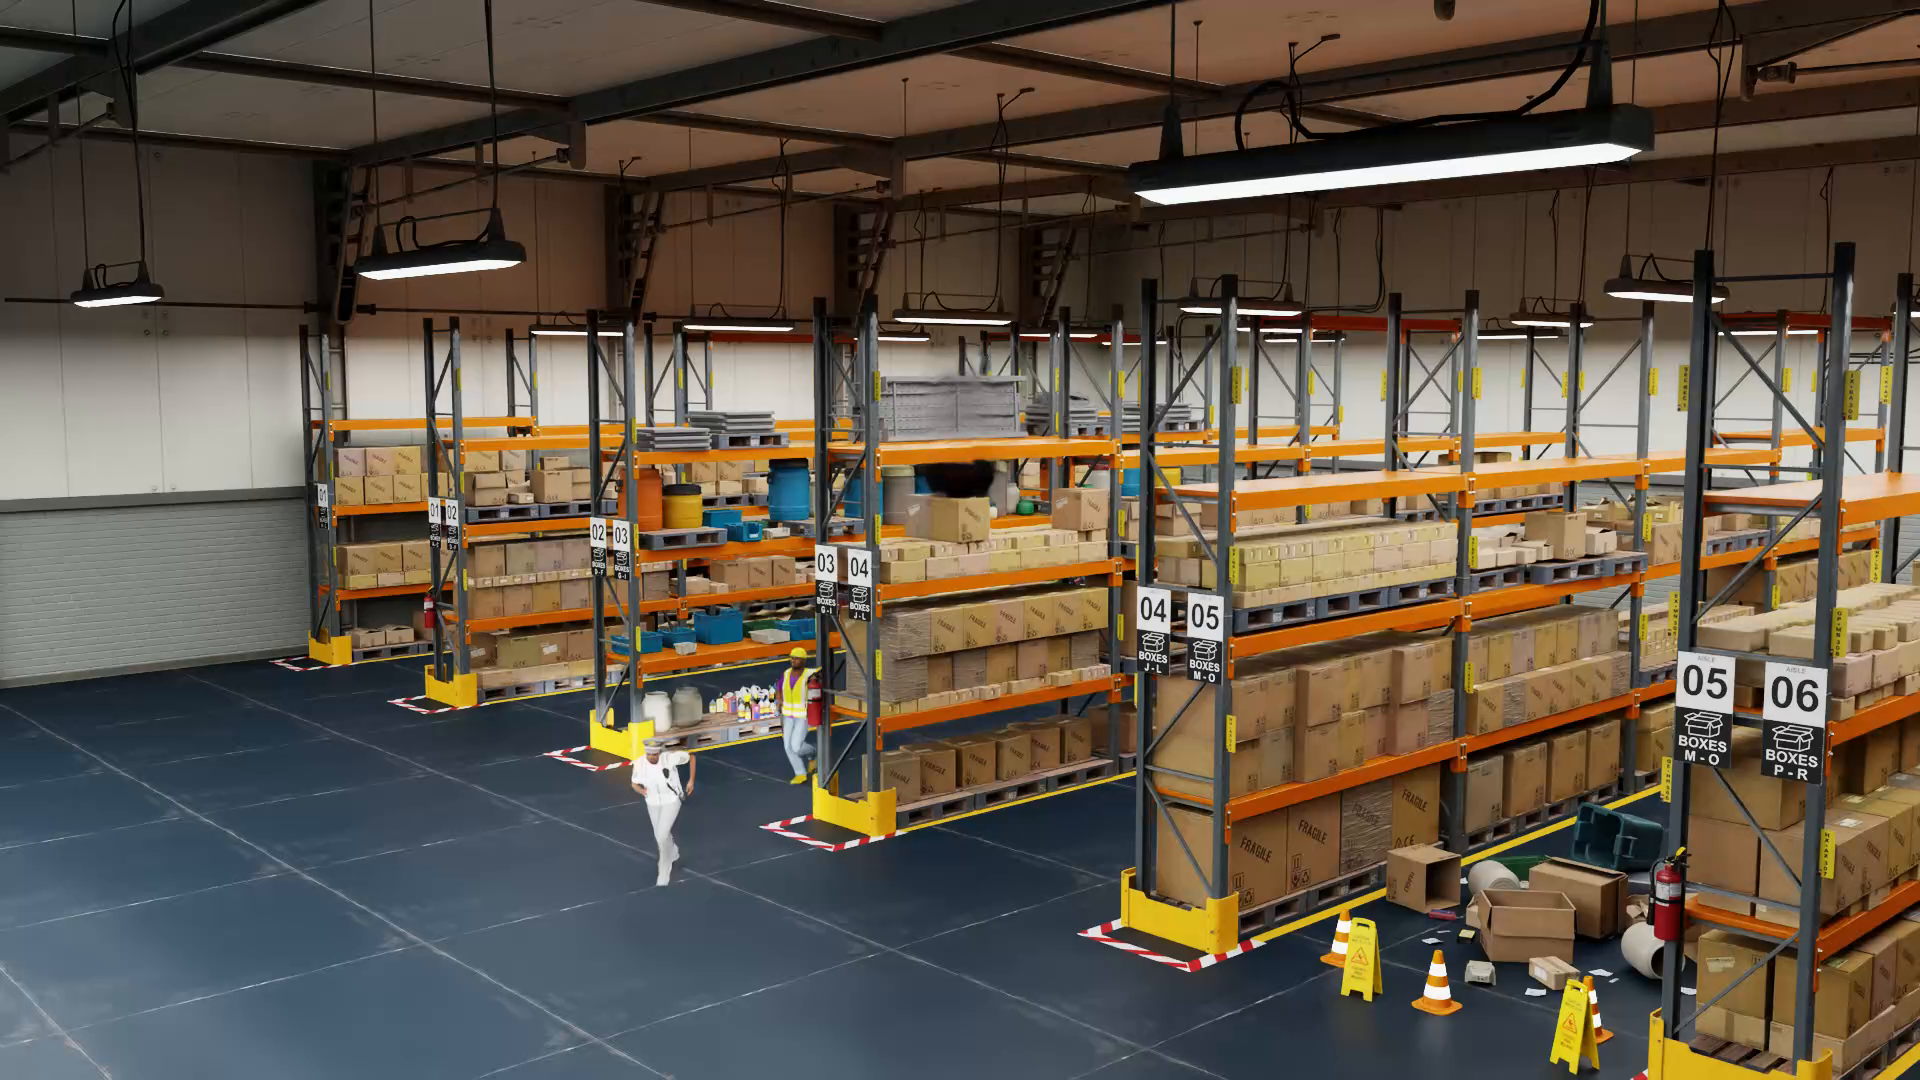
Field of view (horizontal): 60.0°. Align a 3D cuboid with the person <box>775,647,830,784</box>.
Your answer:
[{"bbox_3d":[-2.035,2.205,20.882,0.700,1.722,0.582,3,6,26],"label":"person"}]

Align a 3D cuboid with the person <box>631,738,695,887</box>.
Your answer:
[{"bbox_3d":[-2.997,2.718,16.891,0.591,1.586,0.956,1,6,6],"label":"person"}]

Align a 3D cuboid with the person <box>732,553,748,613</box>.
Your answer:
[{"bbox_3d":[-4.247,1.021,32.419,0.683,1.775,0.794,4,7,35],"label":"person"}]
